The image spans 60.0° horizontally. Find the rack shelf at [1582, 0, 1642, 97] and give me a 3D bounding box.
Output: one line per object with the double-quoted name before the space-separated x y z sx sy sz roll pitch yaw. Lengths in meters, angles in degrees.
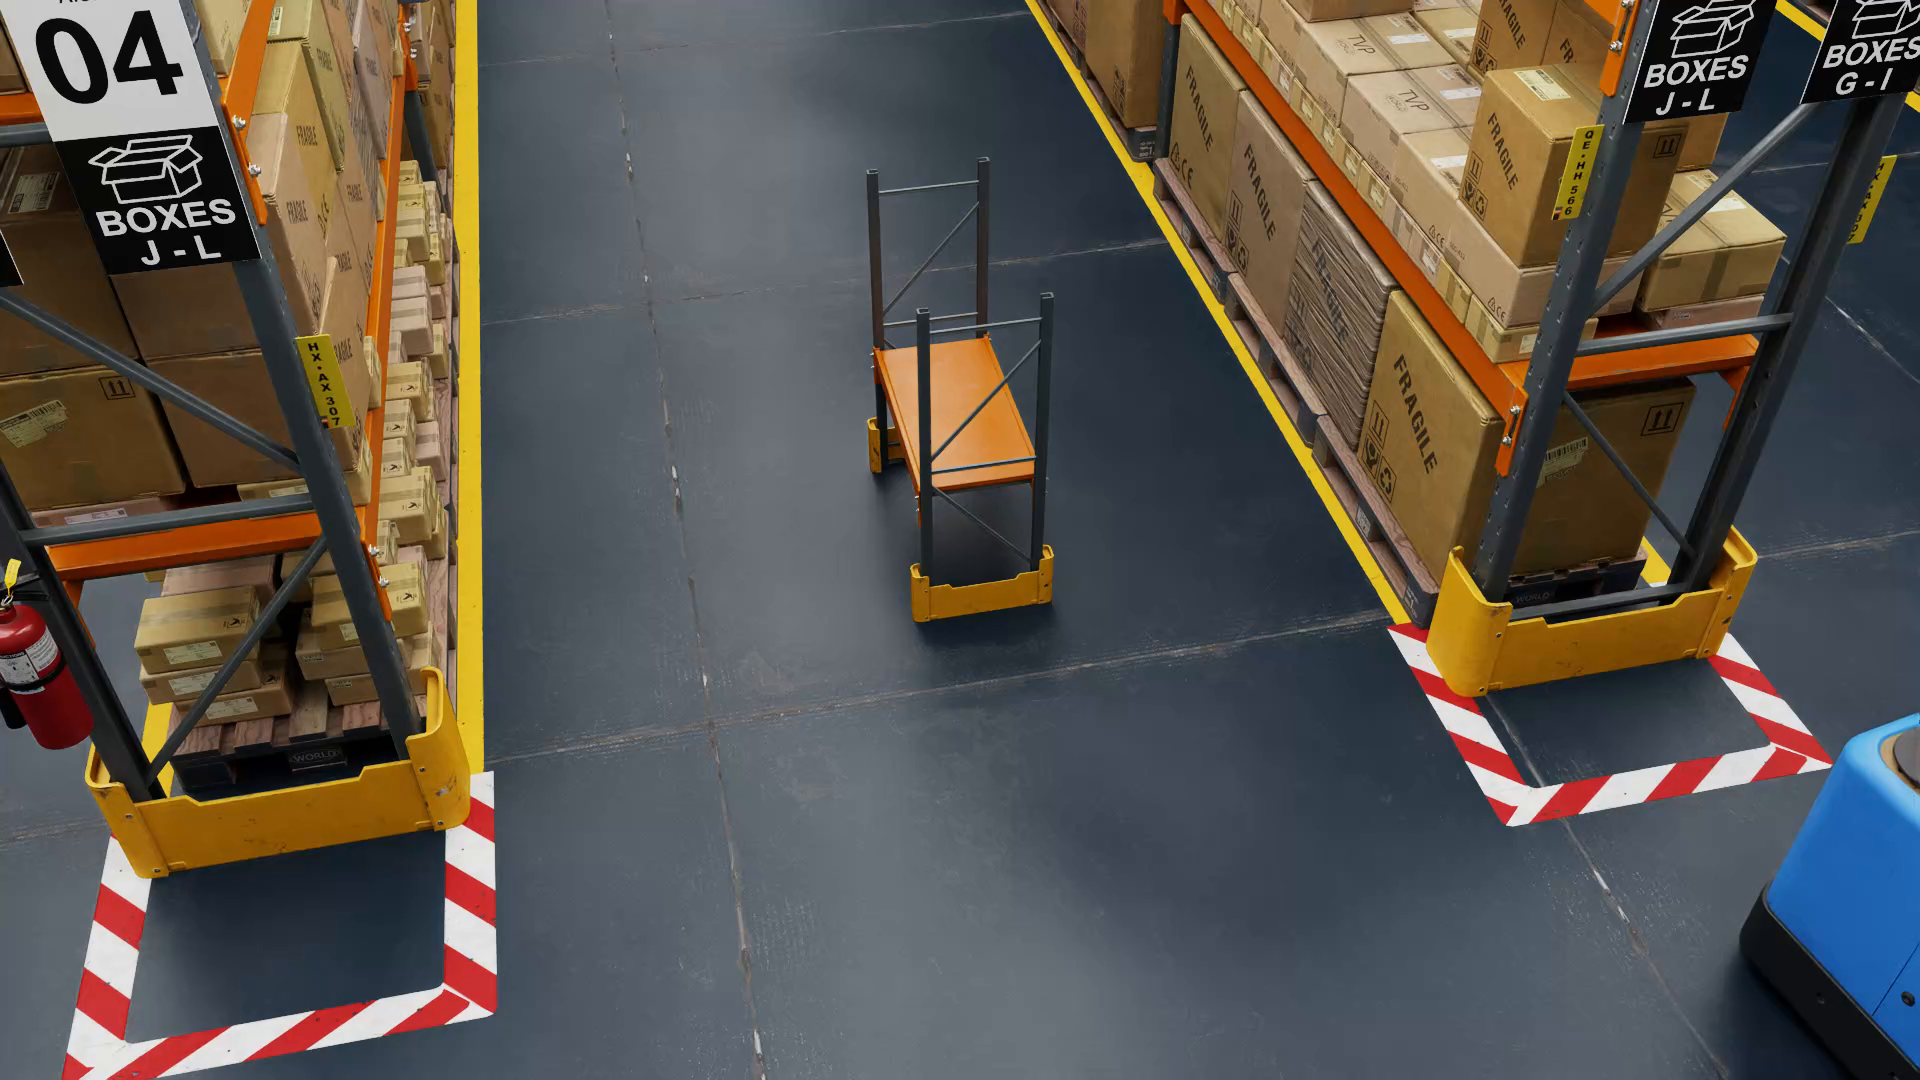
"rack shelf" 2.050 -2.852 6.486 1.077 0.370 4.000 -8 42 -9

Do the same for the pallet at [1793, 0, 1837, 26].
"pallet" 6.329 -3.468 10.998 1.003 0.211 1.213 -8 42 -9

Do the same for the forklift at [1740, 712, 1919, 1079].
"forklift" 4.198 0.229 4.784 3.031 2.935 1.130 -15 44 -17

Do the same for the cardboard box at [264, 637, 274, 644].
"cardboard box" -2.854 0.388 6.384 0.380 0.149 0.250 -7 42 -8

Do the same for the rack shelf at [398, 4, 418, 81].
"rack shelf" -3.678 -3.678 9.675 1.077 0.370 4.000 -8 42 -9

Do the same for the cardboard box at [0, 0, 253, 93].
"cardboard box" -2.230 -1.451 4.478 0.500 0.250 0.500 -7 42 -8

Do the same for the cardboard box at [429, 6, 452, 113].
"cardboard box" -3.262 -2.732 9.635 0.500 0.500 0.500 -7 42 -7

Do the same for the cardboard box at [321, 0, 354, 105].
"cardboard box" -2.539 -1.905 6.084 0.500 0.500 0.500 -10 42 -11

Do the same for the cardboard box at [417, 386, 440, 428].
"cardboard box" -2.530 -0.535 7.424 0.380 0.149 0.250 -8 42 -9

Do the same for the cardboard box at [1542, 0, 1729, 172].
"cardboard box" 2.534 -1.712 6.243 0.500 0.500 0.500 -9 42 -10

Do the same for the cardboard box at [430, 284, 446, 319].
"cardboard box" -2.734 -1.193 8.166 0.380 0.149 0.250 -10 43 -11

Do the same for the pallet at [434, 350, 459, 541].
"pallet" -2.800 -0.385 7.524 1.003 0.211 1.213 -8 42 -9

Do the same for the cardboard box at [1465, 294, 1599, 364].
"cardboard box" 2.084 -0.792 6.072 0.380 0.149 0.250 -8 42 -8

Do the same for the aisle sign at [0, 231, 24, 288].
"aisle sign" -2.660 -0.939 4.090 0.394 0.787 0.004 -8 42 -9

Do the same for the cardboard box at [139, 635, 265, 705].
"cardboard box" -2.775 0.439 6.103 0.380 0.149 0.250 -9 42 -10

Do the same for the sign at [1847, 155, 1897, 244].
"sign" 3.025 -1.132 5.554 0.100 0.325 0.005 -8 42 -9

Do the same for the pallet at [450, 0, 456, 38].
"pallet" -3.942 -3.694 11.252 1.003 0.211 1.213 -8 42 -9

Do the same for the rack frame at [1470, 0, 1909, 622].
"rack frame" 2.482 -0.703 5.782 1.000 3.000 0.127 -8 42 -9

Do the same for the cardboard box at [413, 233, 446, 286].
"cardboard box" -2.722 -1.349 8.117 0.380 0.149 0.250 -10 43 -11

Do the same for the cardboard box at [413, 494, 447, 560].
"cardboard box" -2.328 -0.033 6.859 0.380 0.149 0.250 -8 42 -9

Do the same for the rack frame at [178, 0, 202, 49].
"rack frame" -2.383 -2.301 3.064 1.000 3.000 0.127 -8 42 -9

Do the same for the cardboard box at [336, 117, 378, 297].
"cardboard box" -2.444 -1.199 6.042 0.500 0.500 0.500 -8 42 -9

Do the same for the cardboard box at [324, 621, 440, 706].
"cardboard box" -2.183 0.466 6.296 0.380 0.149 0.250 -8 42 -8

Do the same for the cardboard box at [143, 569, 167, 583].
"cardboard box" -2.923 0.002 6.372 0.380 0.149 0.250 -9 42 -10

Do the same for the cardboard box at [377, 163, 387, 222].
"cardboard box" -2.548 -1.402 6.759 0.380 0.149 0.250 -8 42 -8

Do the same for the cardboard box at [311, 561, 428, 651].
"cardboard box" -2.164 0.241 6.102 0.380 0.149 0.250 -10 43 -11

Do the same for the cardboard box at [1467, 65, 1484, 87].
"cardboard box" 2.419 -1.770 6.873 0.500 0.250 0.500 -10 43 -11

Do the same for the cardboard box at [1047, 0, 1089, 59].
"cardboard box" 1.267 -3.649 10.385 1.225 0.875 0.875 -10 43 -11

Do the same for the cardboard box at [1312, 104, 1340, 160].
"cardboard box" 1.754 -1.783 7.189 0.380 0.149 0.250 -8 42 -8

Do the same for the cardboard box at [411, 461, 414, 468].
"cardboard box" -2.488 -0.308 6.944 0.380 0.149 0.250 -10 43 -11

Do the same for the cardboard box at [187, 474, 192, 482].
"cardboard box" -2.746 -0.301 5.519 0.380 0.149 0.250 -8 42 -9

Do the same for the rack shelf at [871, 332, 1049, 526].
"rack shelf" -0.018 -0.482 6.934 0.538 0.185 1.000 -8 42 -9

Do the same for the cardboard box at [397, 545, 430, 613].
"cardboard box" -2.249 0.178 6.397 0.380 0.149 0.250 -9 42 -9

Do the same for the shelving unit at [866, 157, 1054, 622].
"shelving unit" -0.016 -0.610 6.808 0.587 1.500 1.083 -8 42 -9

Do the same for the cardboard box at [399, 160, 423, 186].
"cardboard box" -2.915 -1.770 8.368 0.380 0.149 0.250 -7 42 -8

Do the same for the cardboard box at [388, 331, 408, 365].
"cardboard box" -2.615 -0.759 7.228 0.380 0.149 0.250 -8 42 -9

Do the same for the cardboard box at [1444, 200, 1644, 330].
"cardboard box" 2.118 -1.034 6.044 0.500 0.250 0.500 -9 42 -10

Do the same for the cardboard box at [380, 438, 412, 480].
"cardboard box" -2.405 -0.251 6.656 0.380 0.149 0.250 -10 43 -11

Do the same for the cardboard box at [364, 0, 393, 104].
"cardboard box" -2.755 -2.189 7.157 0.500 0.500 0.500 -9 42 -10

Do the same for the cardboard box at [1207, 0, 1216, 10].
"cardboard box" 1.415 -2.792 8.325 0.380 0.149 0.250 -10 43 -11

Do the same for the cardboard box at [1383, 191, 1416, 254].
"cardboard box" 1.920 -1.286 6.629 0.380 0.149 0.250 -8 42 -9

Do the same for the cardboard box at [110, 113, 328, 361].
"cardboard box" -2.220 -0.909 4.962 0.500 0.500 0.500 -9 42 -10

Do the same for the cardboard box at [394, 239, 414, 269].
"cardboard box" -2.781 -1.271 7.805 0.380 0.149 0.250 -7 42 -8

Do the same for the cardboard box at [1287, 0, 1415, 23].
"cardboard box" 1.688 -2.627 7.274 0.500 0.500 0.500 -10 42 -11

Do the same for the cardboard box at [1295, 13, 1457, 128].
"cardboard box" 1.783 -2.030 7.166 0.500 0.250 0.500 -8 42 -9

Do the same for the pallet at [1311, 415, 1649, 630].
"pallet" 2.233 -0.167 7.279 1.003 0.211 1.213 -8 42 -9

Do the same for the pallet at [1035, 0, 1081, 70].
"pallet" 1.112 -3.534 11.073 1.003 0.211 1.213 -8 42 -9

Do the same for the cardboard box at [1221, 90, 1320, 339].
"cardboard box" 1.877 -1.635 8.117 0.875 0.875 0.875 -8 42 -9

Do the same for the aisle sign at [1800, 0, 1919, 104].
"aisle sign" 2.791 -1.671 4.915 0.394 0.787 0.004 -8 42 -9

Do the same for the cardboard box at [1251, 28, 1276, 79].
"cardboard box" 1.586 -2.285 7.754 0.380 0.149 0.250 -9 42 -10
